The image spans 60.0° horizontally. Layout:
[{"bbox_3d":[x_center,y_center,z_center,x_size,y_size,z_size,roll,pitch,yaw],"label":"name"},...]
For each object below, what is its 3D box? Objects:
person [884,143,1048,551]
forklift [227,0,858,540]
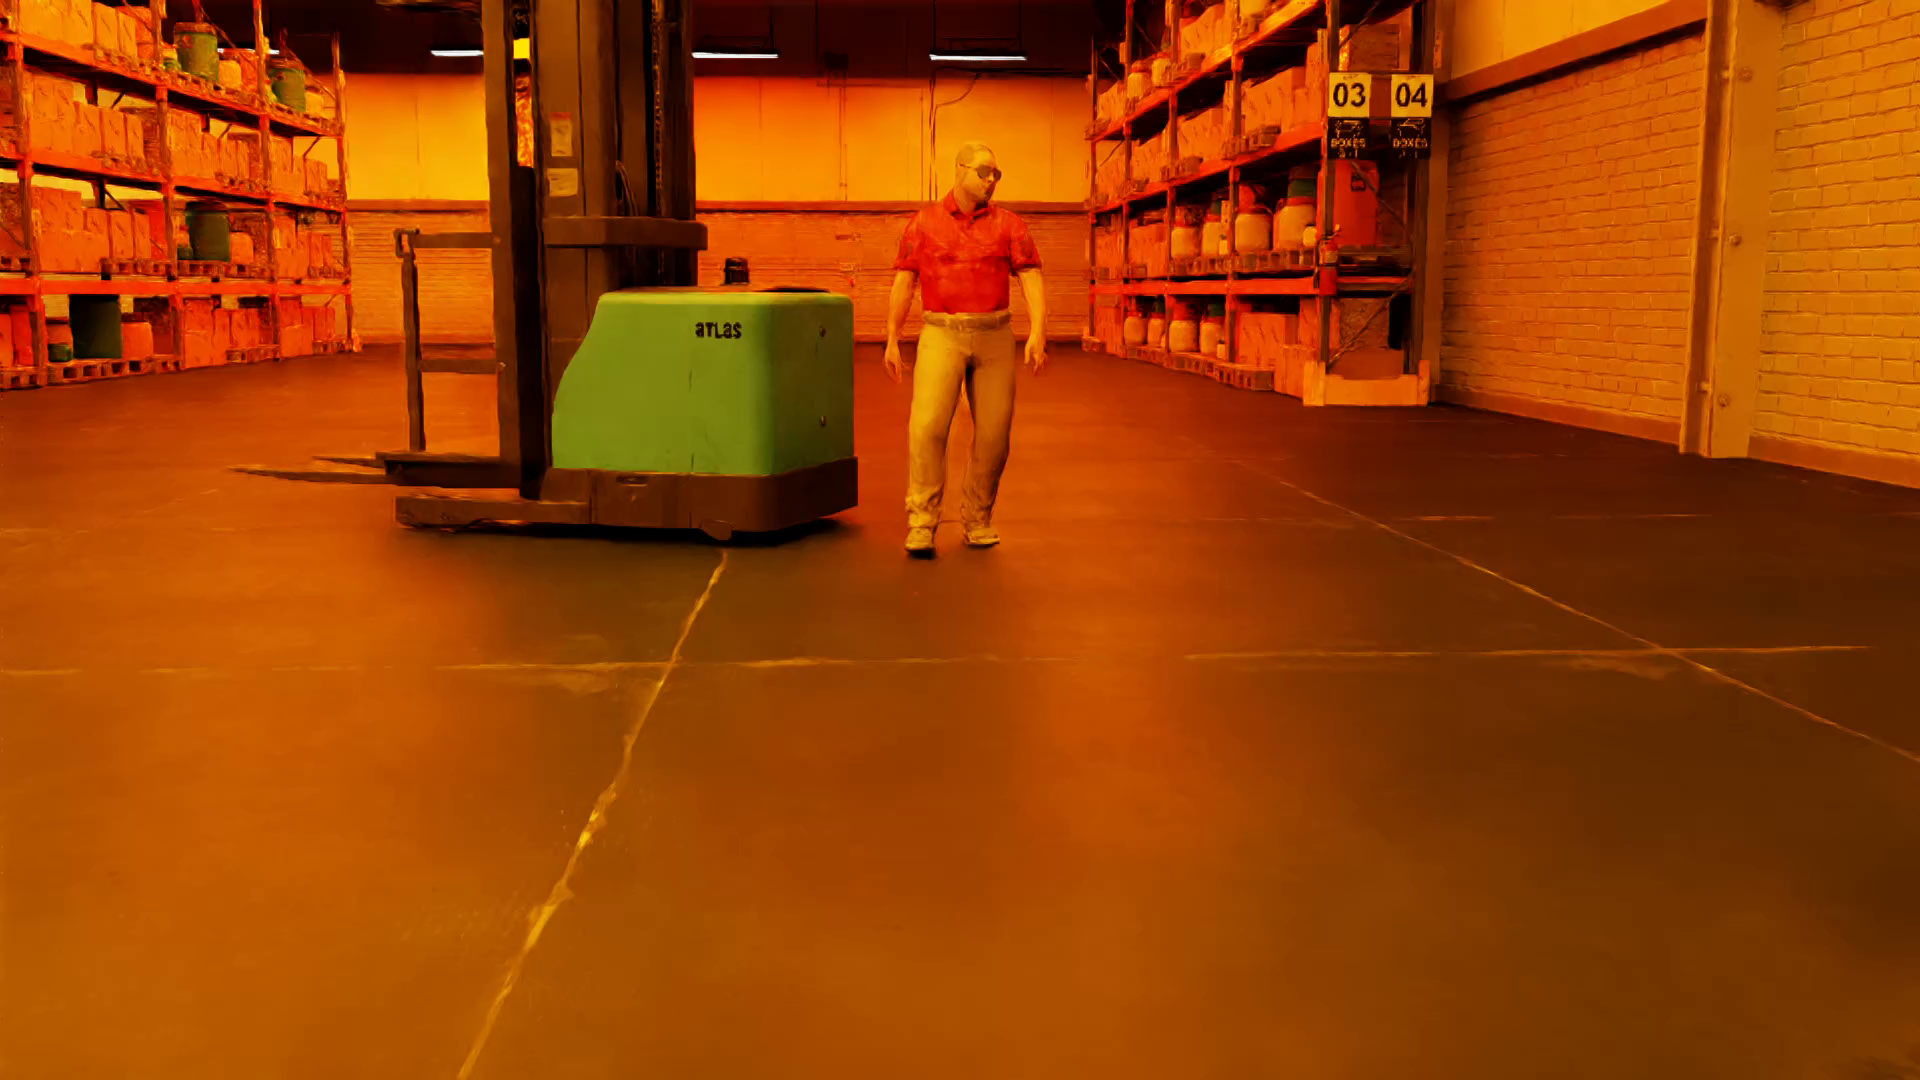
[{"bbox_3d":[0.025,-0.806,6.982,0.670,1.696,0.649,-1,8,-6],"label":"person"},{"bbox_3d":[-2.060,-1.554,7.797,3.031,2.935,1.130,3,9,19],"label":"forklift"}]
